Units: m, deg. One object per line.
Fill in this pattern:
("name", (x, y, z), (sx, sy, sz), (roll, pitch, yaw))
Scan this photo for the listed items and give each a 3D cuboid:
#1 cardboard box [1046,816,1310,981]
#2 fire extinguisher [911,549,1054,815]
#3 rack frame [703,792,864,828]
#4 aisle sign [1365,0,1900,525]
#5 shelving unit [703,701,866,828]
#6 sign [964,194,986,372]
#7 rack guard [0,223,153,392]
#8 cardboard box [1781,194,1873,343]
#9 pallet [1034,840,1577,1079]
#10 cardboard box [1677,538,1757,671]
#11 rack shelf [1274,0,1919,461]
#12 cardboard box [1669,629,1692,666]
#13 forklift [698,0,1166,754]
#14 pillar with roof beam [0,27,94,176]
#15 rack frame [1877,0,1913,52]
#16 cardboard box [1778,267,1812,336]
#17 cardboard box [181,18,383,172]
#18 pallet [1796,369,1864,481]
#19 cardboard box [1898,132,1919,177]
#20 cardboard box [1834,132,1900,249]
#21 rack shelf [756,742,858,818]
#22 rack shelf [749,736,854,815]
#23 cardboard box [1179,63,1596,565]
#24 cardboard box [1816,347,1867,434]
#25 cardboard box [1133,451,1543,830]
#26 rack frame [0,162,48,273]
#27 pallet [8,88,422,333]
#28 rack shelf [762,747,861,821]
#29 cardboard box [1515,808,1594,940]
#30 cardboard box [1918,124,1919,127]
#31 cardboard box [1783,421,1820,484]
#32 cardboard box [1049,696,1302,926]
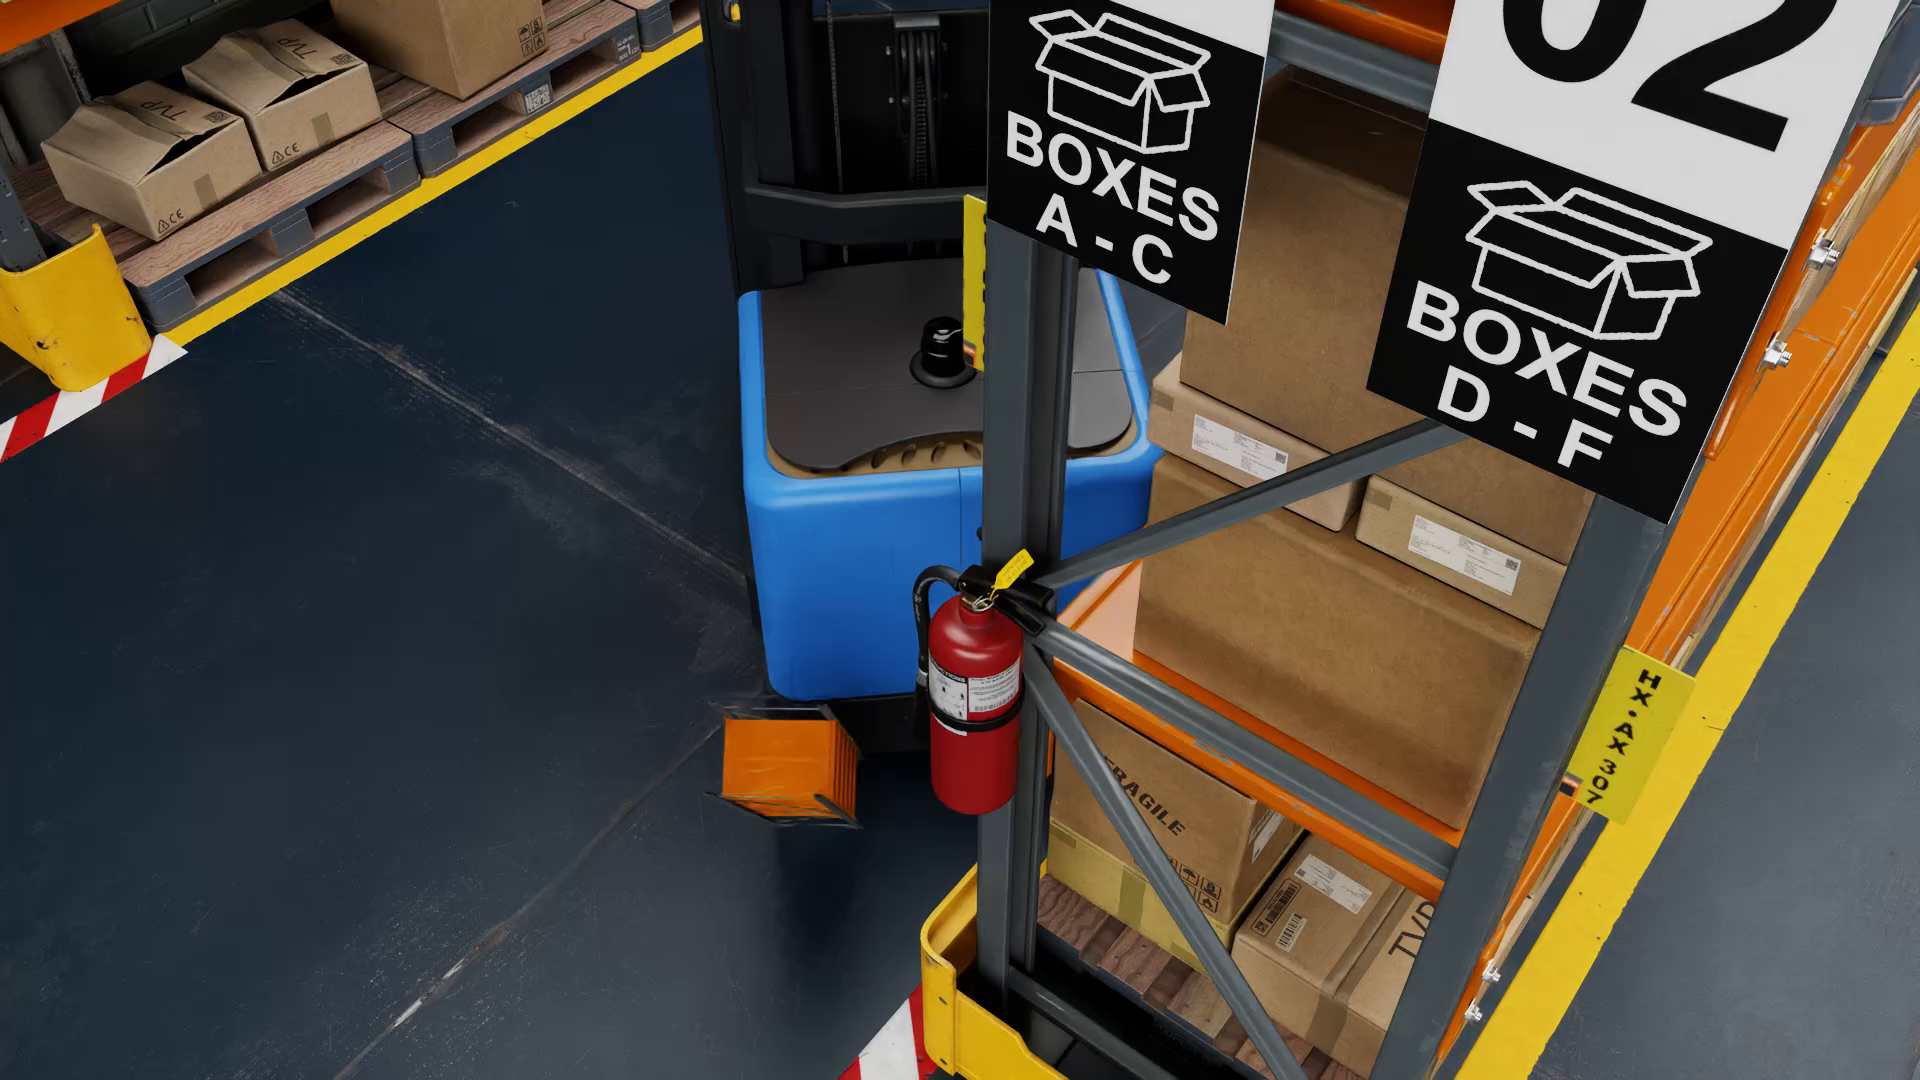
("cardboard box", (0.562, 0.715, 4.103), (0.500, 0.250, 0.500), (29, 53, 25))
("fire extinguisher", (0.028, 0.237, 3.003), (0.296, 0.674, 0.183), (29, 53, 25))
("rack frame", (-0.388, 0.643, 3.920), (0.240, 1.200, 0.006), (1, 77, 1))
("aisle sign", (0.670, -0.377, 1.738), (0.394, 0.787, 0.004), (29, 53, 25))
("shelving unit", (-0.386, 0.553, 3.940), (0.258, 1.200, 0.189), (1, 77, 1))
("sign", (0.047, -0.381, 2.575), (0.100, 0.325, 0.005), (29, 53, 25))
("rack guard", (-3.408, -1.020, 5.878), (1.175, 0.500, 0.348), (29, 53, 25))
("cardboard box", (1.707, -0.835, 3.904), (0.700, 0.500, 0.500), (31, 54, 26))
("pallet", (0.902, 0.855, 4.287), (1.003, 0.211, 1.213), (29, 53, 25))
("cardboard box", (1.890, 0.087, 4.704), (0.500, 0.250, 0.500), (29, 53, 25))
("rack shelf", (1.690, -1.584, 3.112), (1.077, 0.370, 4.000), (29, 53, 25))
("cardboard box", (1.571, 0.107, 4.166), (0.500, 0.500, 0.500), (29, 53, 25))
("forklift", (-0.163, -1.482, 4.638), (1.130, 2.935, 3.031), (-5, 46, -4))
("pillar with roof beam", (-0.305, -2.792, 1.694), (9.100, 9.000, 0.400), (29, 53, 25))
("rack frame", (0.468, -1.724, 0.674), (1.000, 3.000, 0.127), (29, 53, 25))
("cardboard box", (1.347, -0.478, 3.114), (0.380, 0.149, 0.250), (28, 53, 24))
("cardboard box", (-2.612, -1.745, 6.398), (0.500, 0.311, 0.500), (34, 55, 28))
("pallet", (2.394, -0.541, 5.621), (1.003, 0.211, 1.213), (29, 53, 25))
("cardboard box", (2.330, -1.414, 4.457), (0.700, 0.500, 0.500), (29, 53, 25))
("cardboard box", (1.664, -0.778, 3.401), (0.380, 0.149, 0.250), (29, 53, 25))
("rack shelf", (-0.384, 0.590, 4.101), (0.258, 0.103, 0.180), (1, 77, 1))
("rack shelf", (-0.386, 0.563, 3.984), (0.258, 0.103, 0.180), (1, 77, 1))
("cardboard box", (0.795, -0.426, 2.616), (0.700, 0.500, 0.500), (29, 53, 25))
("cardboard box", (2.489, -0.492, 5.257), (0.500, 0.250, 0.500), (29, 53, 25))
("cardboard box", (0.763, 0.052, 3.057), (0.700, 0.500, 0.500), (29, 53, 25))
("rack frame", (-3.455, -1.840, 4.933), (1.000, 3.000, 0.127), (29, 53, 25))
("pallet", (-2.884, -1.369, 6.412), (1.003, 0.211, 1.213), (29, 53, 25))
("rack shelf", (-0.383, 0.616, 4.218), (0.258, 0.103, 0.180), (1, 77, 1))
("cardboard box", (1.274, 0.657, 4.159), (0.500, 0.250, 0.500), (29, 53, 25))
("cardboard box", (1.979, -1.070, 3.680), (0.380, 0.149, 0.250), (31, 54, 26))
("cardboard box", (2.185, -0.464, 4.712), (0.500, 0.500, 0.500), (29, 53, 25))
("cardboard box", (0.560, 0.455, 3.833), (0.500, 0.500, 0.500), (29, 53, 25))
